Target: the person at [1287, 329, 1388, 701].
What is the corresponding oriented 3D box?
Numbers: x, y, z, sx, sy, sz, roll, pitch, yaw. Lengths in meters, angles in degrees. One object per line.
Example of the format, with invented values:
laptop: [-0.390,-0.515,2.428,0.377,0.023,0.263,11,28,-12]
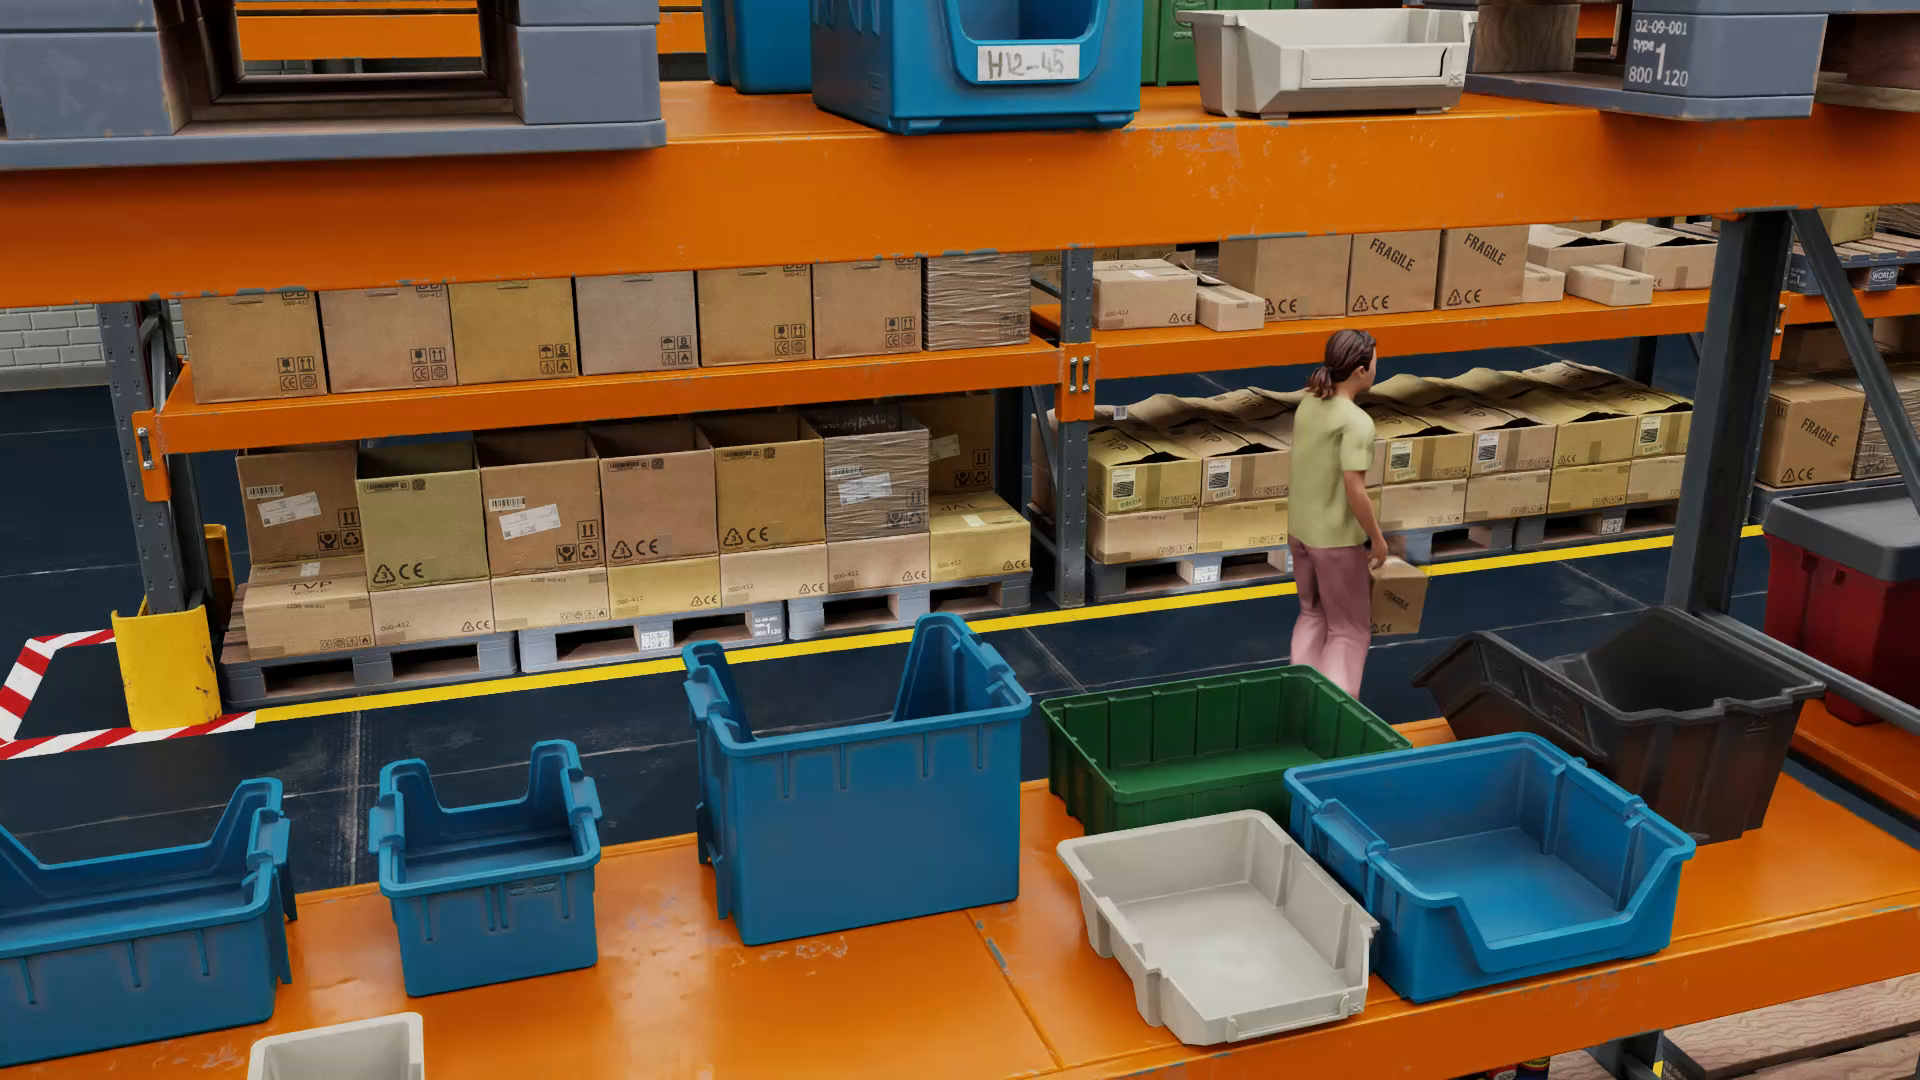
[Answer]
person: [1.483,-0.005,6.583,0.362,1.673,0.480,-7,20,-19]
